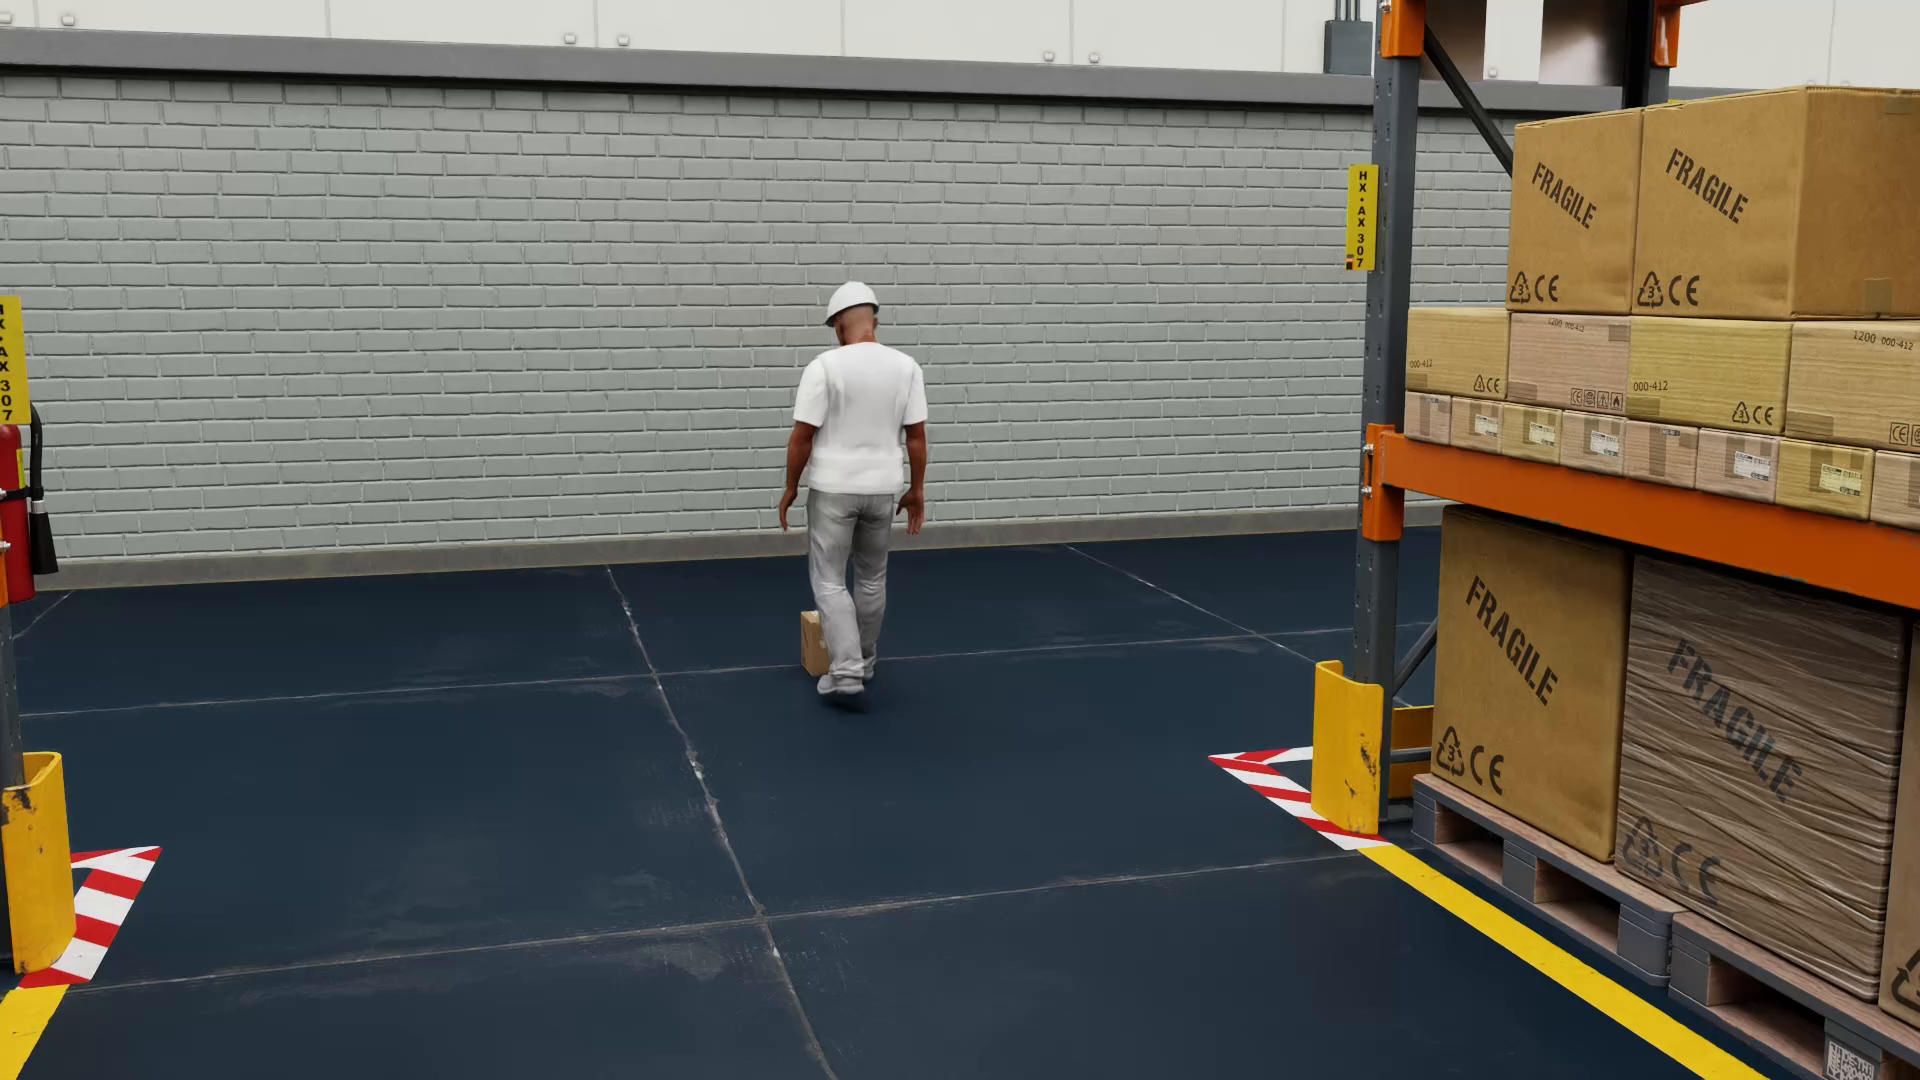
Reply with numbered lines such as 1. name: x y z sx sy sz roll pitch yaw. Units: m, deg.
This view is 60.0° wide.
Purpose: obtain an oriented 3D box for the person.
1. person: -0.486 -0.218 7.096 0.617 1.752 0.772 -4 10 -24
